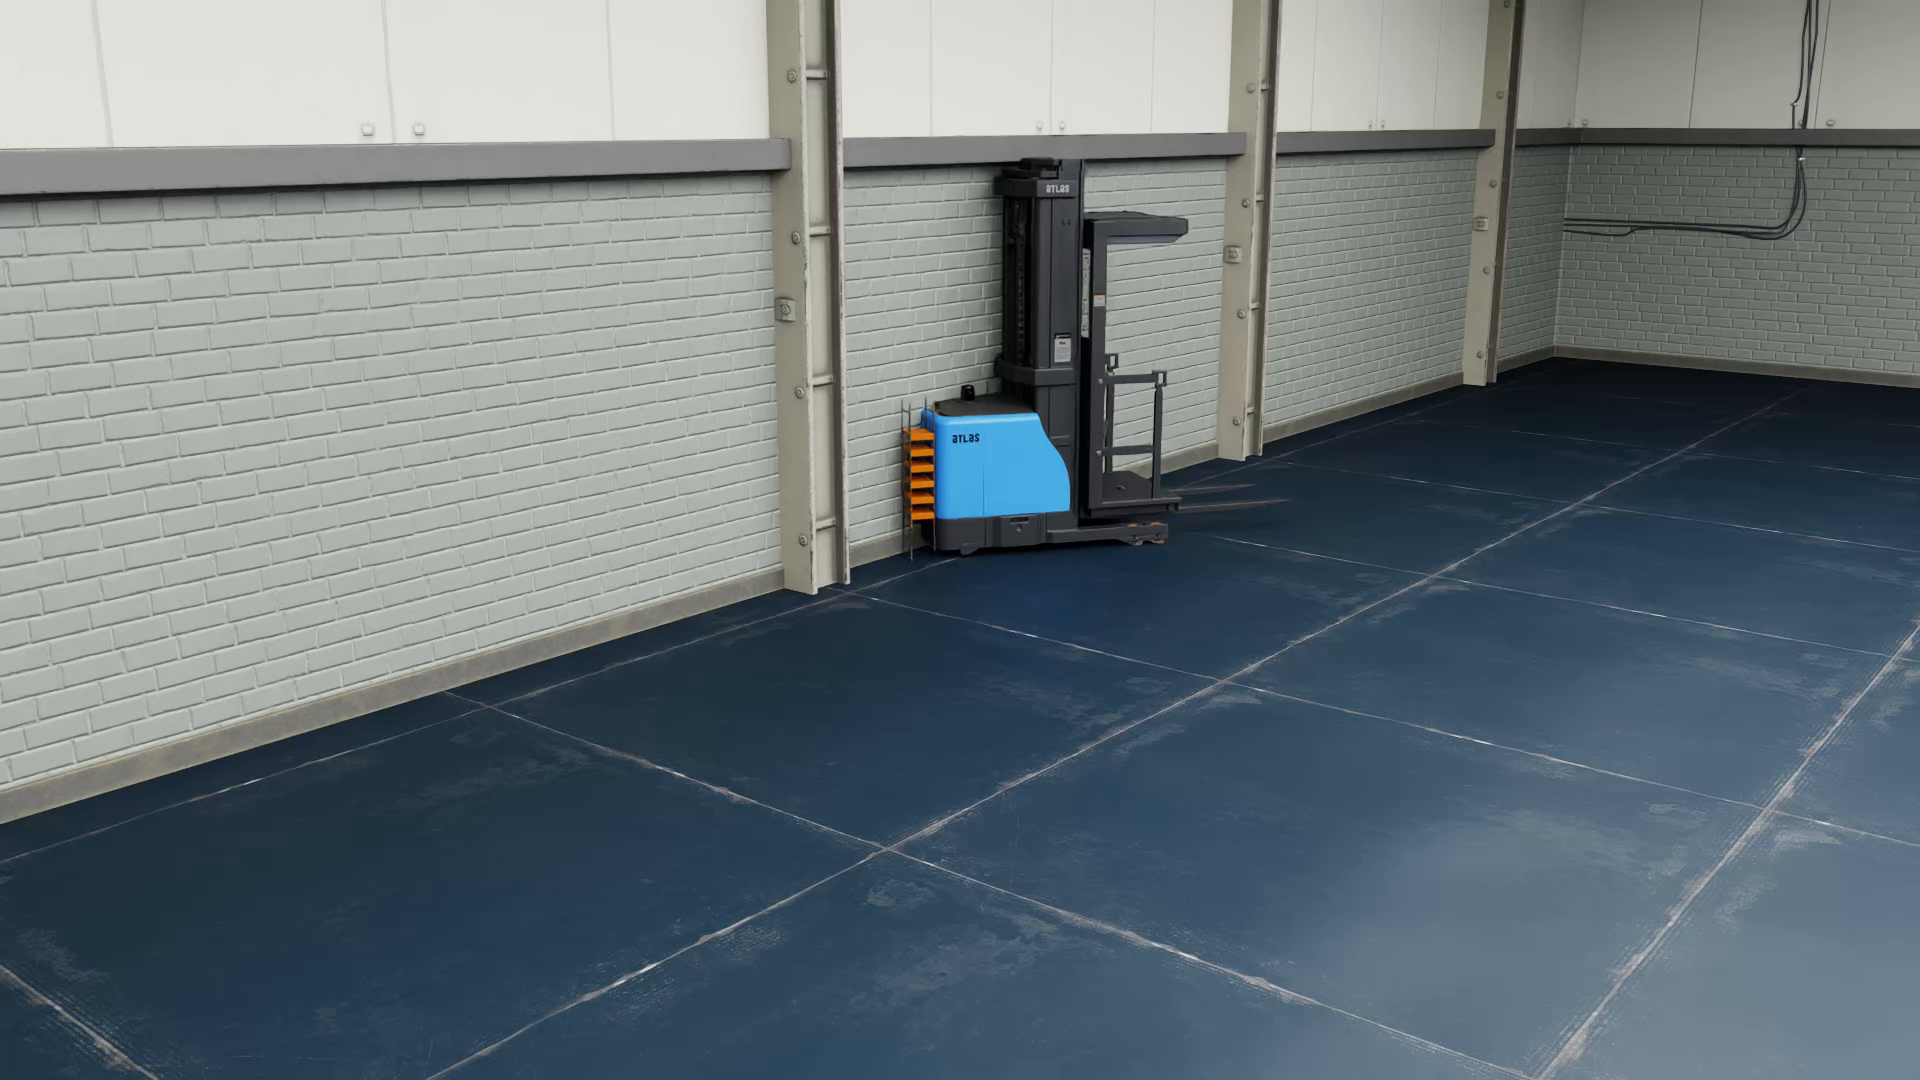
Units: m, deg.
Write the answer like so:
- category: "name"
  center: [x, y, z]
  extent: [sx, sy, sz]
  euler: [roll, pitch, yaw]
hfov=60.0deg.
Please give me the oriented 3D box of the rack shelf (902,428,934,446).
- category: "rack shelf"
  center: [-0.314, -0.766, 12.414]
  extent: [0.180, 0.103, 0.258]
  euler: [-4, 14, -16]

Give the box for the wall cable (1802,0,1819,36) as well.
- category: "wall cable"
  center: [11.500, -7.222, 19.326]
  extent: [3.097, 2.526, 0.112]
  euler: [11, 18, 38]

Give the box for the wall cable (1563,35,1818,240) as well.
- category: "wall cable"
  center: [9.396, -5.193, 21.596]
  extent: [3.097, 2.526, 0.112]
  euler: [11, 18, 38]

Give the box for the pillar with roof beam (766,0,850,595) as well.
- category: "pillar with roof beam"
  center: [2.322, -3.374, 8.129]
  extent: [9.100, 9.000, 0.400]
  euler: [11, 18, 38]

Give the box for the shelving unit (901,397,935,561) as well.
- category: "shelving unit"
  center: [-0.313, -0.459, 12.488]
  extent: [0.189, 1.200, 0.258]
  euler: [-4, 14, -16]

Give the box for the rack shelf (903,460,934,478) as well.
- category: "rack shelf"
  center: [-0.313, -0.533, 12.470]
  extent: [0.180, 0.103, 0.258]
  euler: [-4, 14, -16]

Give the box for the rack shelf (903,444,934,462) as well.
- category: "rack shelf"
  center: [-0.313, -0.649, 12.442]
  extent: [0.180, 0.103, 0.258]
  euler: [-4, 14, -16]

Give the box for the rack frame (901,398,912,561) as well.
- category: "rack frame"
  center: [-0.401, -0.453, 12.463]
  extent: [0.006, 1.200, 0.240]
  euler: [-4, 14, -16]

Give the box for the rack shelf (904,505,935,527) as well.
- category: "rack shelf"
  center: [-0.312, -0.183, 12.555]
  extent: [0.180, 0.103, 0.258]
  euler: [-4, 14, -16]

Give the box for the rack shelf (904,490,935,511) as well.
- category: "rack shelf"
  center: [-0.312, -0.300, 12.527]
  extent: [0.180, 0.103, 0.258]
  euler: [-4, 14, -16]

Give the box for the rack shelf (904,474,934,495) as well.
- category: "rack shelf"
  center: [-0.313, -0.416, 12.499]
  extent: [0.180, 0.103, 0.258]
  euler: [-4, 14, -16]

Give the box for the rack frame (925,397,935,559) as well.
- category: "rack frame"
  center: [-0.225, -0.466, 12.514]
  extent: [0.006, 1.200, 0.240]
  euler: [-4, 14, -16]

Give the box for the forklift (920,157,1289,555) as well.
- category: "forklift"
  center: [1.127, -1.497, 13.061]
  extent: [3.031, 2.935, 1.130]
  euler: [-4, 15, -16]

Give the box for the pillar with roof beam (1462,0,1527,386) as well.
- category: "pillar with roof beam"
  center: [9.865, -5.673, 17.176]
  extent: [9.100, 9.000, 0.400]
  euler: [11, 18, 38]

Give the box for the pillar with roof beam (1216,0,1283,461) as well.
- category: "pillar with roof beam"
  center: [6.093, -4.523, 12.653]
  extent: [9.100, 9.000, 0.400]
  euler: [11, 18, 38]
